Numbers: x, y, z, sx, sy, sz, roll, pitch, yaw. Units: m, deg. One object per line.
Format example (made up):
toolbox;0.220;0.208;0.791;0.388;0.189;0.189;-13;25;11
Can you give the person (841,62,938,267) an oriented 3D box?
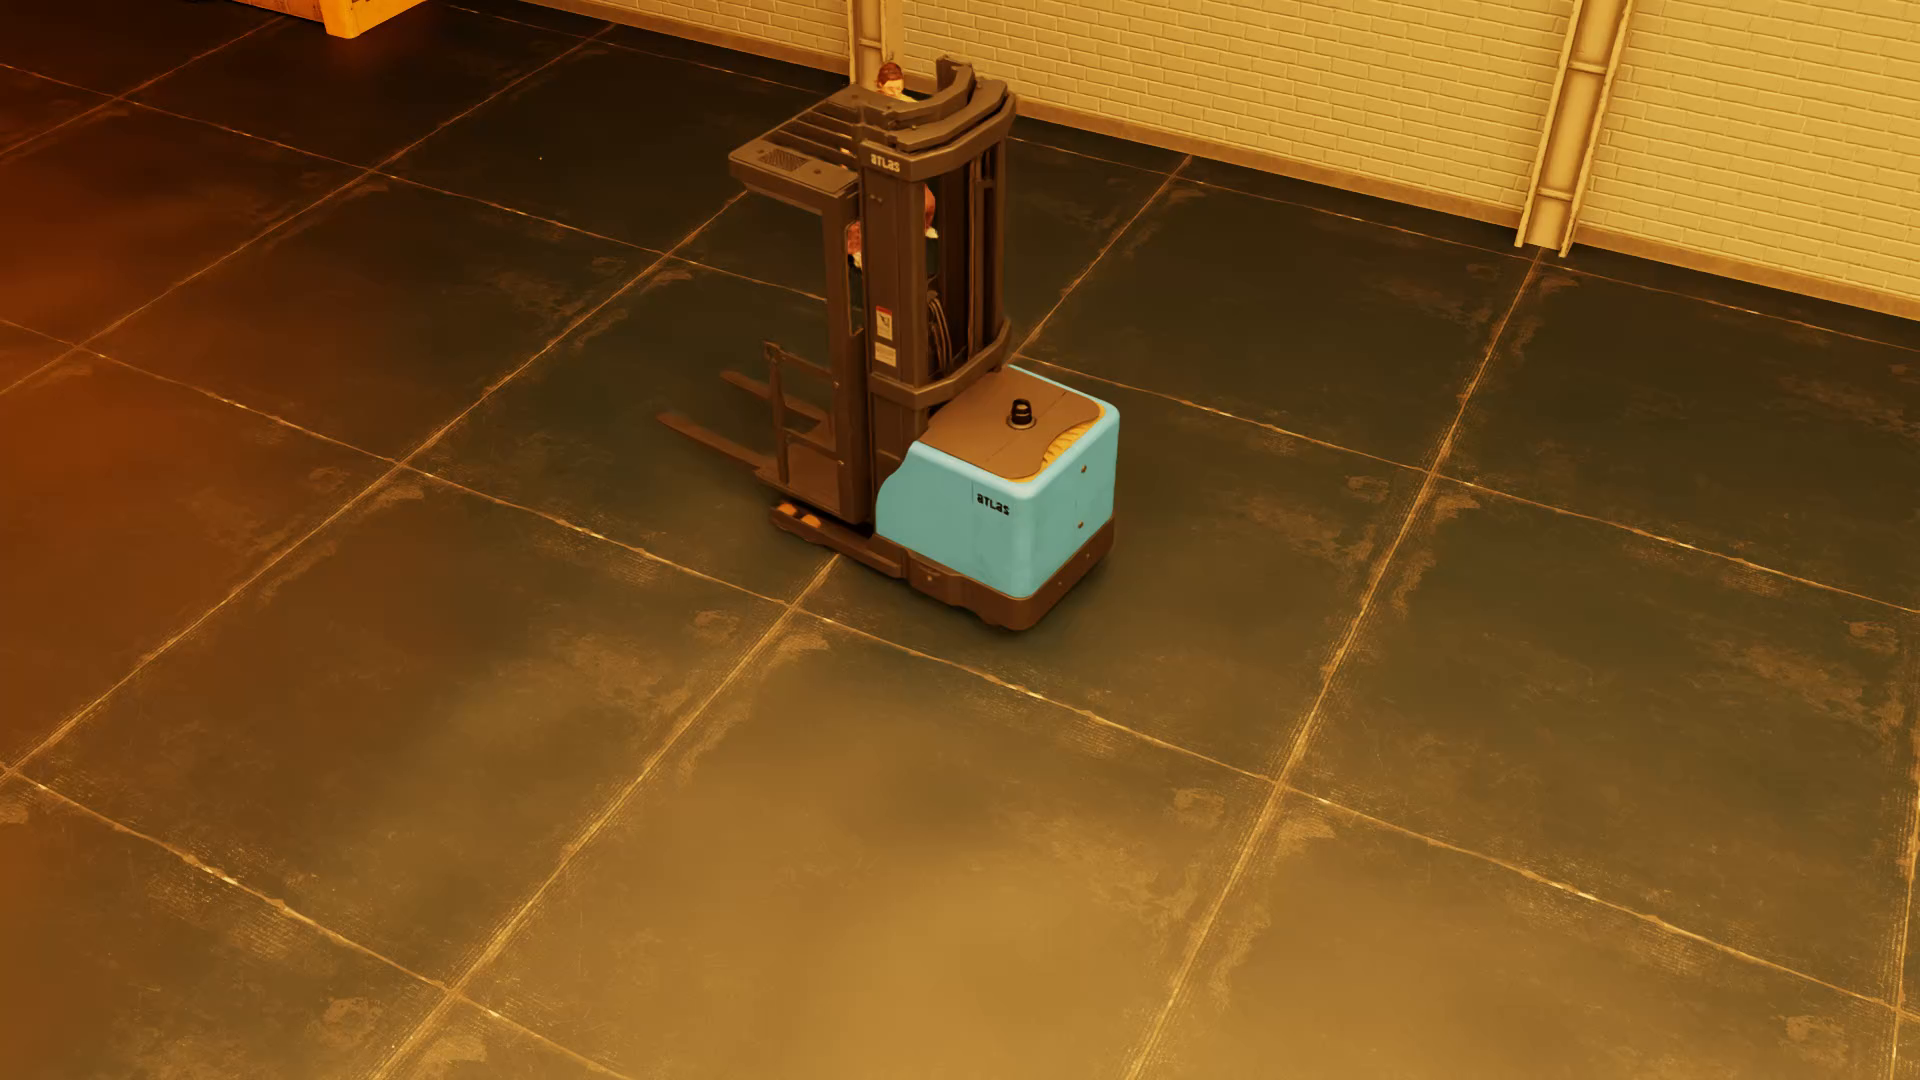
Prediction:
person;-0.492;-2.821;12.445;0.873;1.552;0.681;-9;41;-10

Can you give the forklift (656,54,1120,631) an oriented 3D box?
forklift;-0.566;-1.361;9.602;3.031;2.935;1.130;25;46;26
